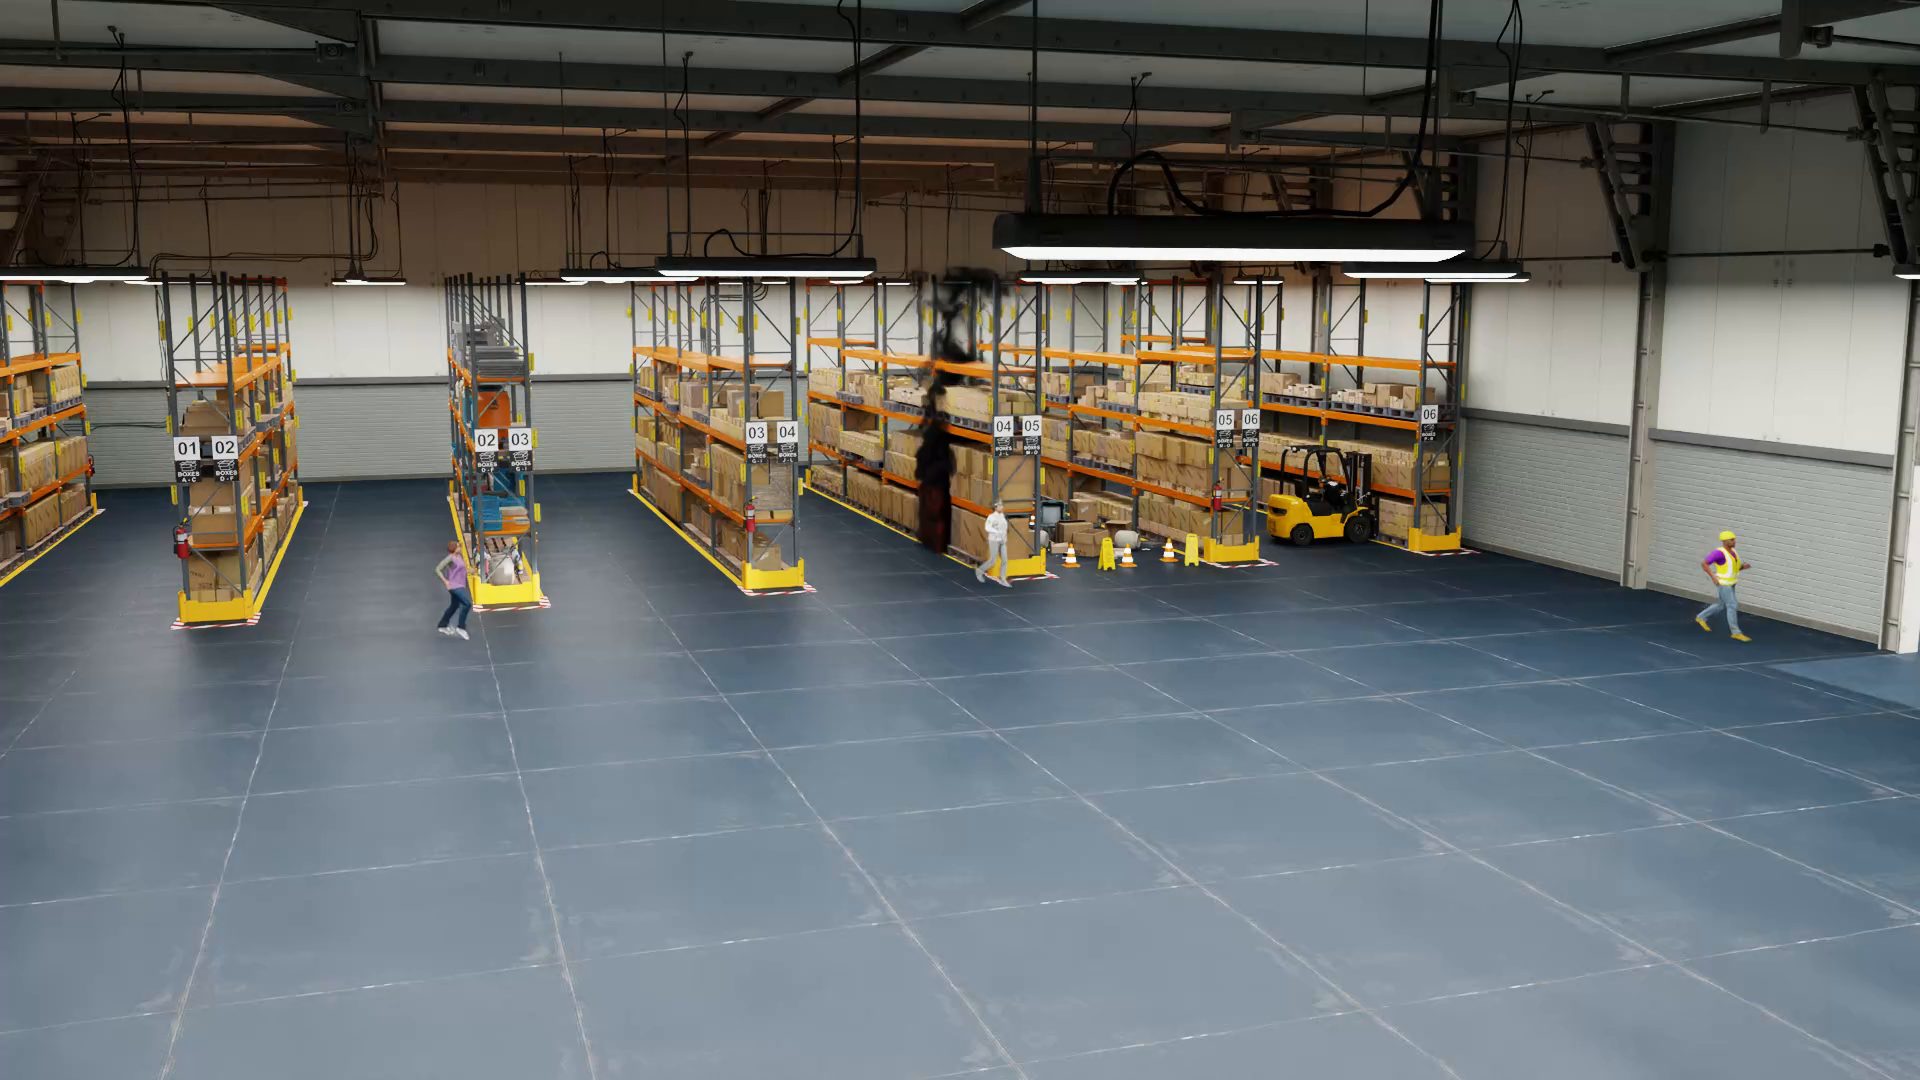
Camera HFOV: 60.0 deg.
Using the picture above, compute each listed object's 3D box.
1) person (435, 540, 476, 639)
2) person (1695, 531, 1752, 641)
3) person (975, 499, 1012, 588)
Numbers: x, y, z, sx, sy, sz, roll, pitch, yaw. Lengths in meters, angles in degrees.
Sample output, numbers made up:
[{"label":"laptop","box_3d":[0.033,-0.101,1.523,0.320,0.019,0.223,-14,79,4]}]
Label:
[{"label":"person","box_3d":[-8.295,0.819,27.371,0.705,1.637,0.507,0,9,1]},{"label":"person","box_3d":[12.563,0.722,27.276,0.700,1.754,0.989,-8,12,-42]},{"label":"person","box_3d":[0.710,0.043,32.238,0.807,1.709,0.643,7,11,38]}]
